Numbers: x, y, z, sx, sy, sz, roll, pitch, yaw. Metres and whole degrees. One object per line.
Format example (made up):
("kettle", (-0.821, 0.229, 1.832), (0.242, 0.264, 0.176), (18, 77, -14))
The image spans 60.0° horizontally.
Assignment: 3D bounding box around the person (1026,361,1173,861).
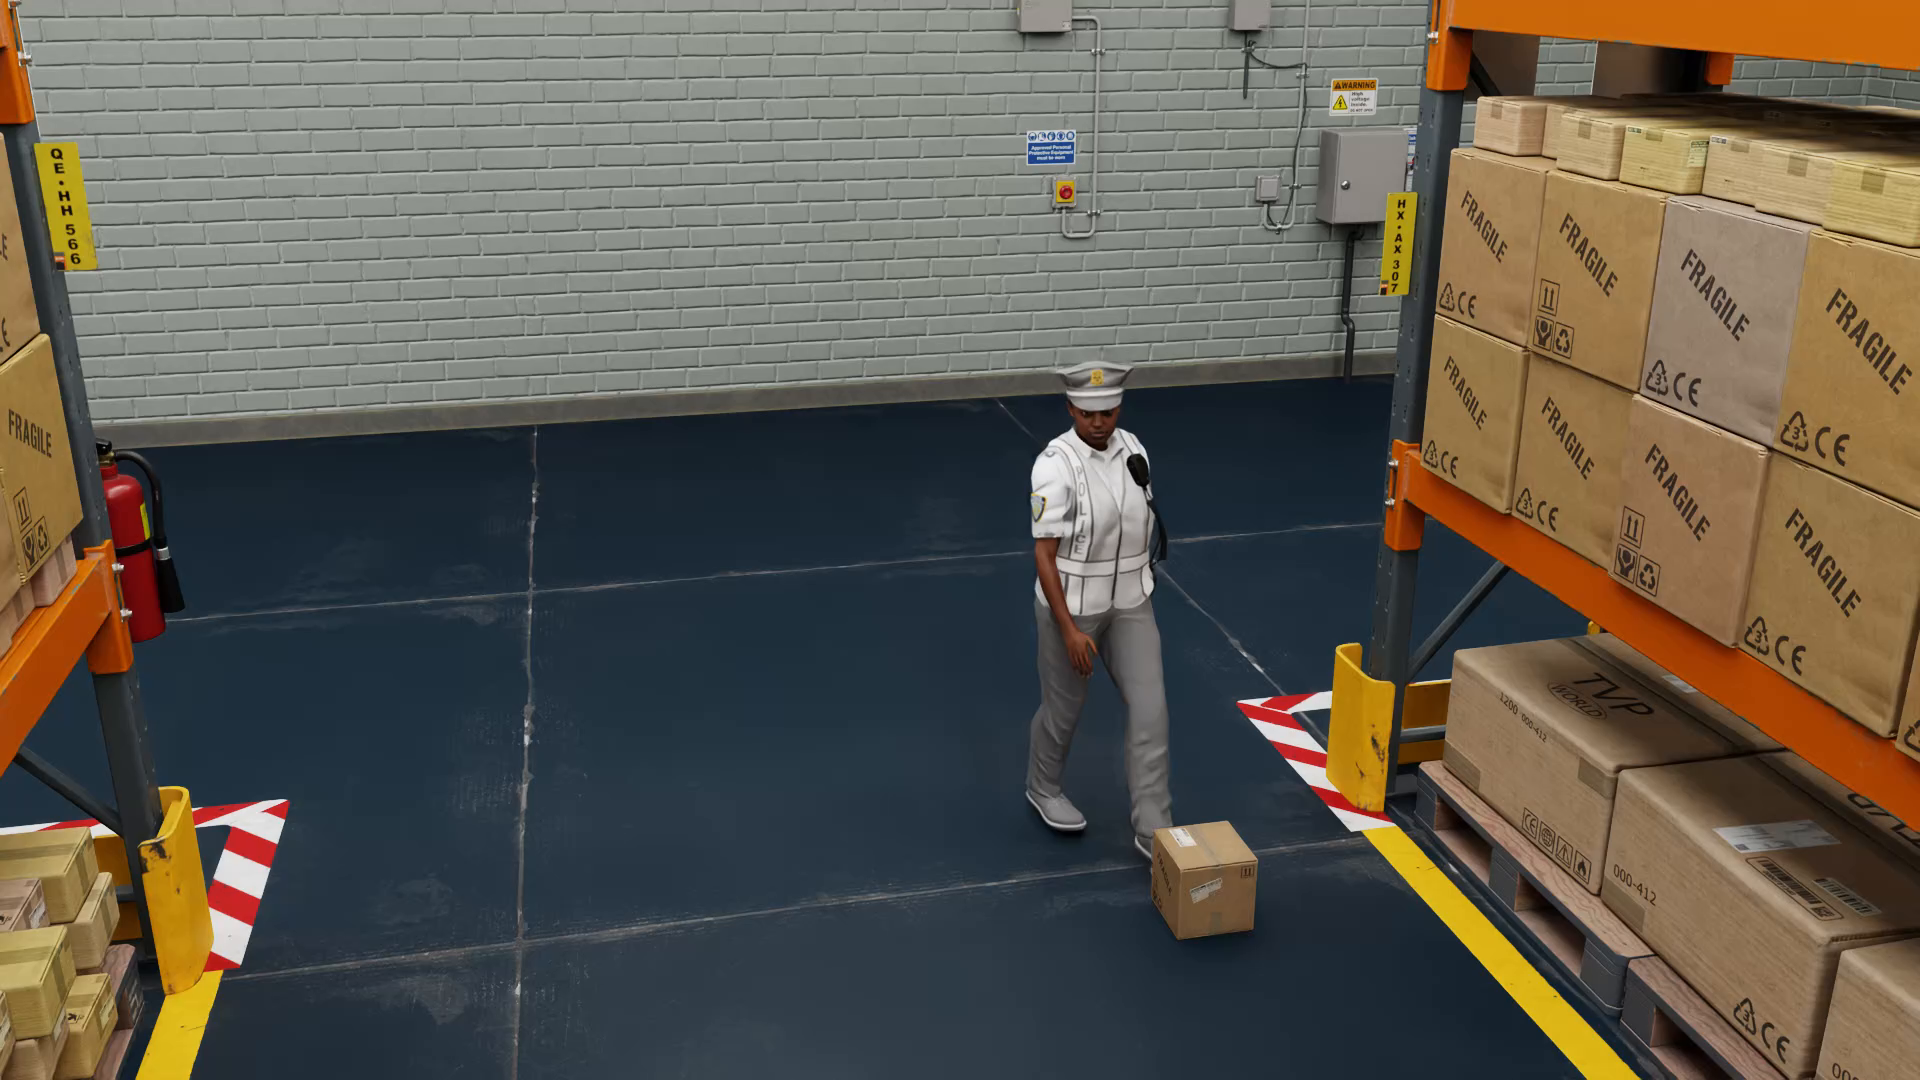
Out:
("person", (0.487, 0.249, 5.338), (0.494, 1.662, 0.764), (-9, 21, -23))
